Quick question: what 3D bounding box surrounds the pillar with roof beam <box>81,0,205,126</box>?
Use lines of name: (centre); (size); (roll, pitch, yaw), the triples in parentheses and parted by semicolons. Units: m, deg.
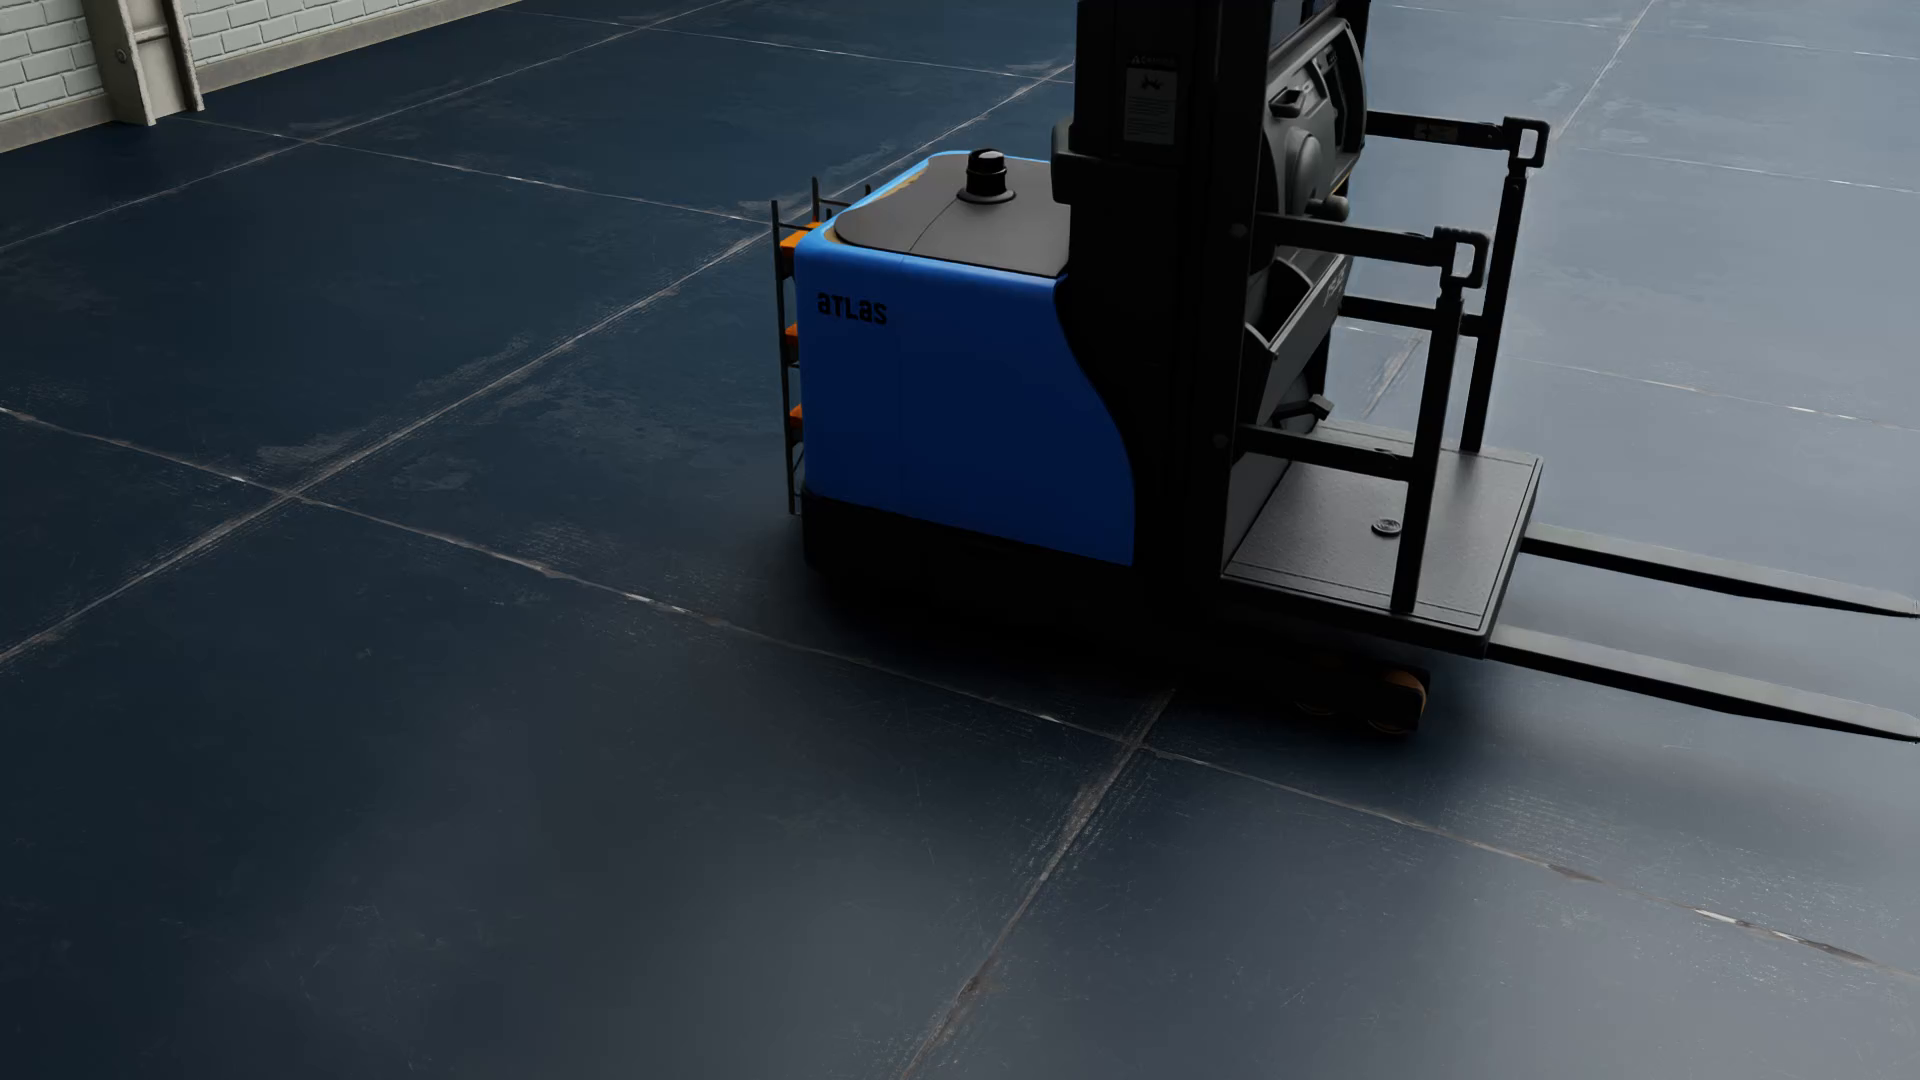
pillar with roof beam: (-0.737, -5.355, 5.538); (9.100, 9.000, 0.400); (14, 33, 23)

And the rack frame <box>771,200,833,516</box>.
rack frame: (-0.461, -0.522, 5.105); (0.200, 1.050, 0.008); (13, 32, 21)

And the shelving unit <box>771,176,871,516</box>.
shelving unit: (-0.410, -0.578, 5.202); (0.215, 1.050, 0.252); (13, 32, 21)

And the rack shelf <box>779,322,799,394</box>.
rack shelf: (-0.410, -0.568, 5.207); (0.215, 0.259, 0.240); (13, 32, 21)

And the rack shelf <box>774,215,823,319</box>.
rack shelf: (-0.410, -0.814, 5.065); (0.215, 0.259, 0.240); (13, 32, 21)

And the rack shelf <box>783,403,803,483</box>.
rack shelf: (-0.410, -0.327, 5.345); (0.215, 0.259, 0.240); (13, 32, 21)

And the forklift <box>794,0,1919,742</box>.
forklift: (1.089, -1.064, 4.160); (3.031, 2.935, 1.130); (13, 32, 21)

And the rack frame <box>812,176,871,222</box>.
rack frame: (-0.360, -0.633, 5.298); (0.200, 1.050, 0.008); (13, 32, 21)
